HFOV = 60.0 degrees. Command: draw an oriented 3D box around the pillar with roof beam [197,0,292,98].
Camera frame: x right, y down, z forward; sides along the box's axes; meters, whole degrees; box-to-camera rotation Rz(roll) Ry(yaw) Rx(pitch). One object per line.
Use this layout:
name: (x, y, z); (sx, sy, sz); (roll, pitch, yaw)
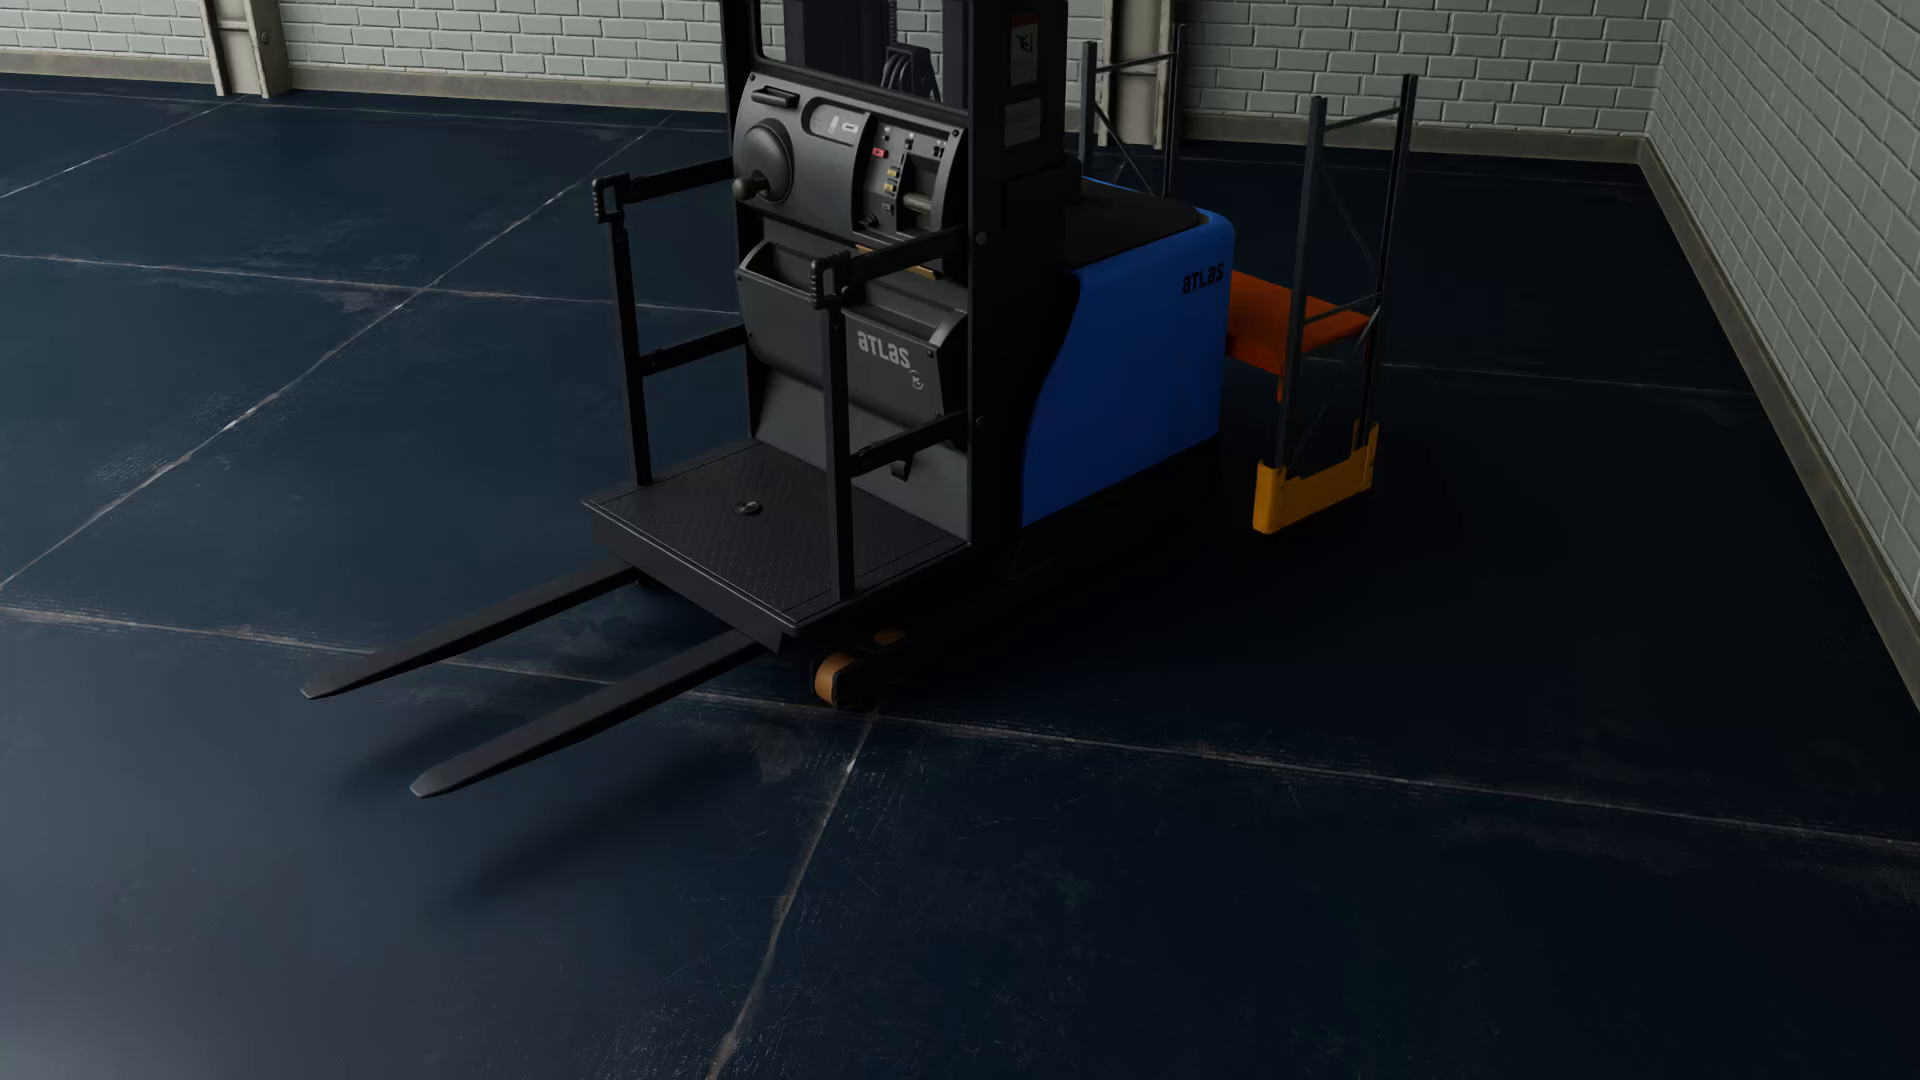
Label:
pillar with roof beam: (-5.700, -4.984, 5.483); (0.400, 9.000, 9.100); (6, 29, 11)

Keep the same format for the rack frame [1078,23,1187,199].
rack frame: (0.627, -1.147, 6.284); (0.500, 1.500, 0.032); (-22, 36, -34)

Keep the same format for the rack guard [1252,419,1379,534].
rack guard: (1.267, -0.232, 5.913); (0.587, 0.250, 0.087); (-22, 36, -34)

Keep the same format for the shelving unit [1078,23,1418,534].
shelving unit: (0.948, -0.964, 5.948); (0.587, 1.500, 1.083); (-22, 36, -34)

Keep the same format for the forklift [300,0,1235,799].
forklift: (-0.487, -1.074, 4.659); (3.031, 2.935, 1.130); (-25, 37, -38)

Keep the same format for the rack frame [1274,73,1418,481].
rack frame: (1.280, -0.773, 5.600); (0.500, 1.500, 0.032); (-22, 36, -34)

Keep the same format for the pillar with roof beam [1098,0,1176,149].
pillar with roof beam: (0.168, -4.383, 4.384); (0.400, 9.000, 9.100); (6, 29, 11)

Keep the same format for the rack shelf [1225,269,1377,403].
rack shelf: (0.954, -0.802, 6.028); (0.538, 0.185, 1.000); (-22, 36, -34)
